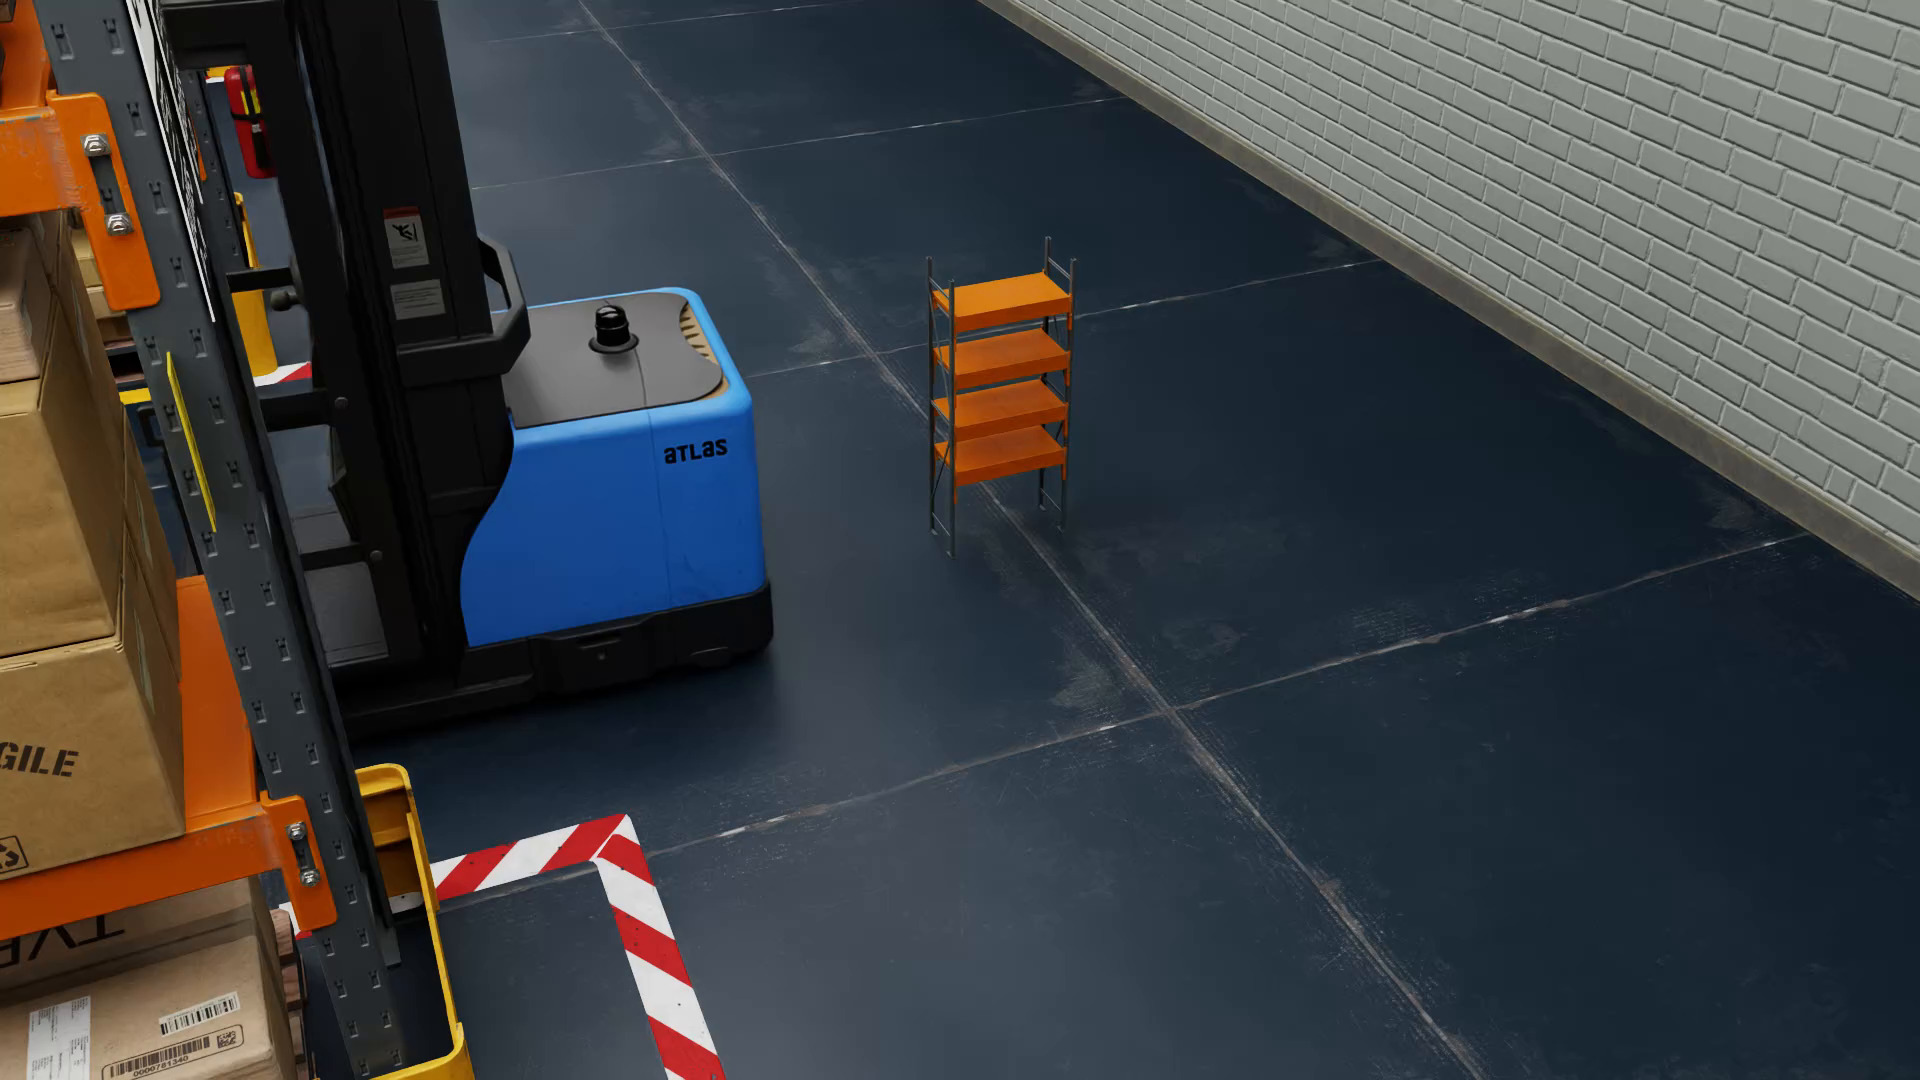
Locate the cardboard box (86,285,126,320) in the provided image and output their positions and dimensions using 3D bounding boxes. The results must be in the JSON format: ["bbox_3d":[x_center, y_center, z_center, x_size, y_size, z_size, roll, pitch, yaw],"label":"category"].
[{"bbox_3d":[-3.962,-1.183,7.774,0.250,0.149,0.380,-14,36,-20],"label":"cardboard box"}]

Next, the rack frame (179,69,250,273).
[{"bbox_3d":[-3.586,-2.333,7.584,0.127,3.000,1.000,-13,35,-19],"label":"rack frame"}]

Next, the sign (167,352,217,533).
[{"bbox_3d":[-1.379,-0.173,2.987,0.005,0.325,0.100,-13,35,-19],"label":"sign"}]

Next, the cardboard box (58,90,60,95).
[{"bbox_3d":[-4.021,-1.983,7.277,0.250,0.149,0.380,-13,35,-19],"label":"cardboard box"}]

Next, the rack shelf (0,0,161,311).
[{"bbox_3d":[-3.421,-0.398,2.521,4.000,0.370,1.077,-13,35,-19],"label":"rack shelf"}]

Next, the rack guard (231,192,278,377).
[{"bbox_3d":[-3.656,-1.269,8.241,0.348,0.500,1.175,-13,35,-19],"label":"rack guard"}]

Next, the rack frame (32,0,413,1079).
[{"bbox_3d":[-1.577,0.135,3.792,0.127,3.000,1.000,-13,35,-19],"label":"rack frame"}]

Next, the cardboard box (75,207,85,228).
[{"bbox_3d":[-4.201,-1.623,8.178,0.250,0.149,0.380,-15,36,-21],"label":"cardboard box"}]

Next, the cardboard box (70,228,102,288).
[{"bbox_3d":[-3.976,-1.324,7.718,0.250,0.149,0.380,-12,35,-18],"label":"cardboard box"}]

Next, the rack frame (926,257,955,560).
[{"bbox_3d":[-0.072,-0.486,6.397,0.015,1.200,0.240,-13,35,-19],"label":"rack frame"}]

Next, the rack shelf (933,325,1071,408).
[{"bbox_3d":[0.153,-0.669,6.391,0.480,0.148,0.258,-13,35,-19],"label":"rack shelf"}]

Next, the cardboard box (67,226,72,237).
[{"bbox_3d":[-4.230,-1.300,7.680,0.250,0.149,0.380,-12,35,-18],"label":"cardboard box"}]

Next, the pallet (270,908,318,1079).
[{"bbox_3d":[-2.284,1.512,4.232,1.213,0.211,1.003,-13,35,-19],"label":"pallet"}]

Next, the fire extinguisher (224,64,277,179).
[{"bbox_3d":[-3.175,-1.965,7.432,0.183,0.674,0.296,-13,35,-19],"label":"fire extinguisher"}]

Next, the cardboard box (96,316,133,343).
[{"bbox_3d":[-3.991,-1.098,7.915,0.250,0.149,0.380,-12,35,-18],"label":"cardboard box"}]

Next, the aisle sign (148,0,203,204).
[{"bbox_3d":[-1.623,-1.115,3.330,0.004,0.787,0.394,-13,35,-19],"label":"aisle sign"}]

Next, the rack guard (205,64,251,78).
[{"bbox_3d":[-5.391,-3.805,12.140,0.348,0.500,1.175,-13,35,-19],"label":"rack guard"}]

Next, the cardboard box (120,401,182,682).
[{"bbox_3d":[-2.130,0.050,3.831,0.500,0.500,0.500,-13,35,-19],"label":"cardboard box"}]

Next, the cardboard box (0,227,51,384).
[{"bbox_3d":[-1.830,-0.421,3.044,0.250,0.149,0.380,-12,35,-18],"label":"cardboard box"}]

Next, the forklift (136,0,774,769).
[{"bbox_3d":[-2.256,-0.786,5.270,3.031,2.935,1.130,-11,35,-16],"label":"forklift"}]

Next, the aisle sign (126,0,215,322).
[{"bbox_3d":[-1.390,-0.814,2.866,0.004,0.787,0.394,-13,35,-19],"label":"aisle sign"}]

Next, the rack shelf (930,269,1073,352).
[{"bbox_3d":[0.153,-0.867,6.262,0.480,0.148,0.258,-13,35,-19],"label":"rack shelf"}]

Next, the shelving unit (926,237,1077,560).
[{"bbox_3d":[0.153,-0.538,6.476,0.503,1.200,0.258,-13,35,-19],"label":"shelving unit"}]

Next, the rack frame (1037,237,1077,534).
[{"bbox_3d":[0.378,-0.589,6.556,0.015,1.200,0.240,-13,35,-19],"label":"rack frame"}]

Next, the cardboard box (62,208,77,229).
[{"bbox_3d":[-4.408,-1.504,7.995,0.250,0.149,0.380,-12,35,-18],"label":"cardboard box"}]

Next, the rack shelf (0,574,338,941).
[{"bbox_3d":[-3.421,0.859,3.339,4.000,0.370,1.077,-13,35,-19],"label":"rack shelf"}]

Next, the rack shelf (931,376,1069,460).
[{"bbox_3d":[0.153,-0.481,6.513,0.480,0.148,0.258,-13,35,-19],"label":"rack shelf"}]

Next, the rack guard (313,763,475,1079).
[{"bbox_3d":[-1.554,1.178,4.481,0.348,0.500,1.175,-13,35,-19],"label":"rack guard"}]

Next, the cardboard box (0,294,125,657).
[{"bbox_3d":[-1.929,-0.104,3.151,0.500,0.500,0.500,-12,35,-17],"label":"cardboard box"}]

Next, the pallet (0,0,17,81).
[{"bbox_3d":[-2.257,-0.923,2.749,1.213,0.211,1.003,-13,35,-19],"label":"pallet"}]

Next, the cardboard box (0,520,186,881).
[{"bbox_3d":[-1.919,0.328,3.403,0.500,0.500,0.500,-13,35,-19],"label":"cardboard box"}]

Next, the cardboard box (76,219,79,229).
[{"bbox_3d":[-4.443,-1.427,8.149,0.250,0.149,0.380,-13,35,-19],"label":"cardboard box"}]

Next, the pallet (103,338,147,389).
[{"bbox_3d":[-4.419,-0.994,8.084,1.213,0.211,1.003,-13,35,-19],"label":"pallet"}]

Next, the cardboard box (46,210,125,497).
[{"bbox_3d":[-2.129,-0.368,3.556,0.500,0.500,0.500,-14,35,-20],"label":"cardboard box"}]

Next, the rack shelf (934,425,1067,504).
[{"bbox_3d":[0.153,-0.315,6.621,0.480,0.148,0.258,-13,35,-19],"label":"rack shelf"}]

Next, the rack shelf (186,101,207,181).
[{"bbox_3d":[-5.430,-1.609,7.132,4.000,0.370,1.077,-13,35,-19],"label":"rack shelf"}]

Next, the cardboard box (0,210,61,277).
[{"bbox_3d":[-2.011,-0.662,3.414,0.250,0.149,0.380,-12,35,-18],"label":"cardboard box"}]

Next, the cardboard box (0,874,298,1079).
[{"bbox_3d":[-2.146,1.223,4.084,0.875,0.438,0.875,-14,36,-21],"label":"cardboard box"}]
